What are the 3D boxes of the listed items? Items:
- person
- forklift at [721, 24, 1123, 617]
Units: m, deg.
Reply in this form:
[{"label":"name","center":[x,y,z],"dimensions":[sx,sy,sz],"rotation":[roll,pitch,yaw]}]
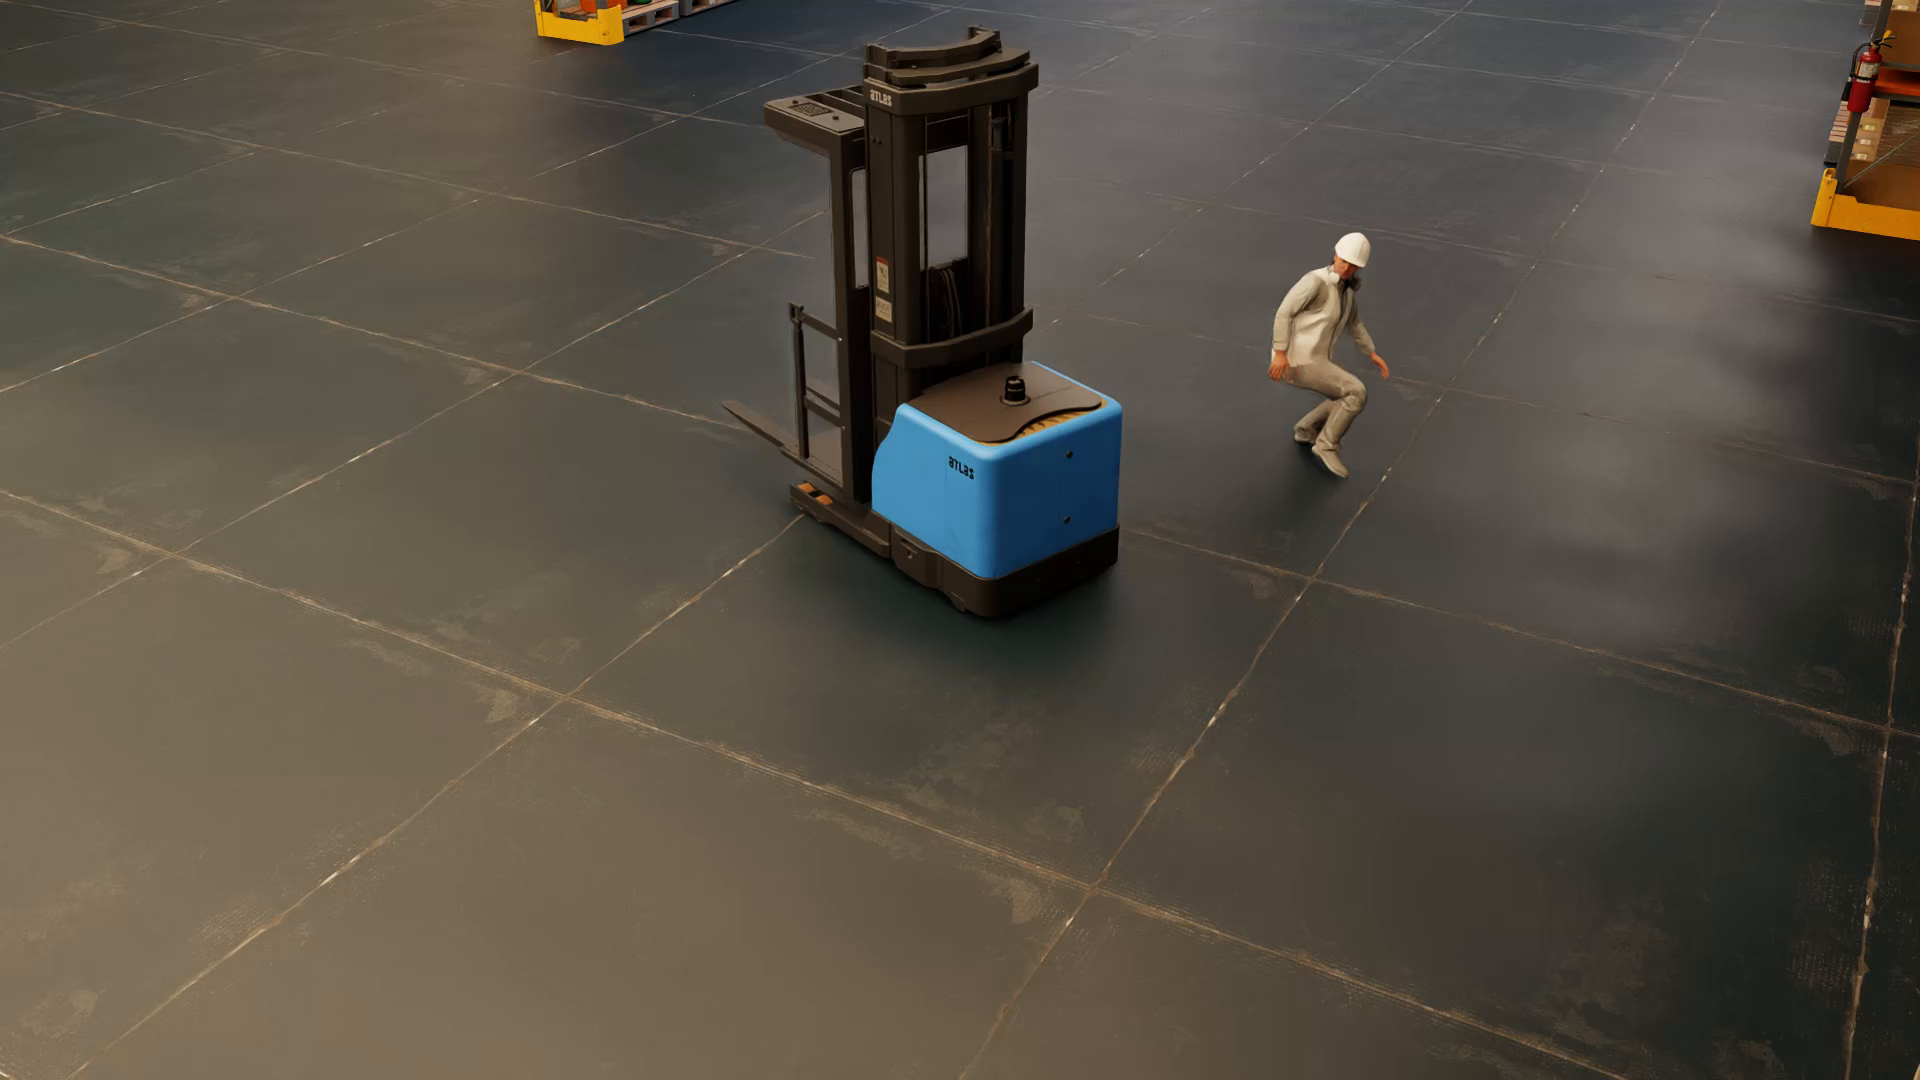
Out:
[{"label":"person","center":[2.343,-1.170,10.535],"dimensions":[0.688,1.547,0.772],"rotation":[15,33,24]},{"label":"forklift","center":[-0.398,-1.517,9.699],"dimensions":[1.130,2.935,3.031],"rotation":[-22,37,-33]}]
